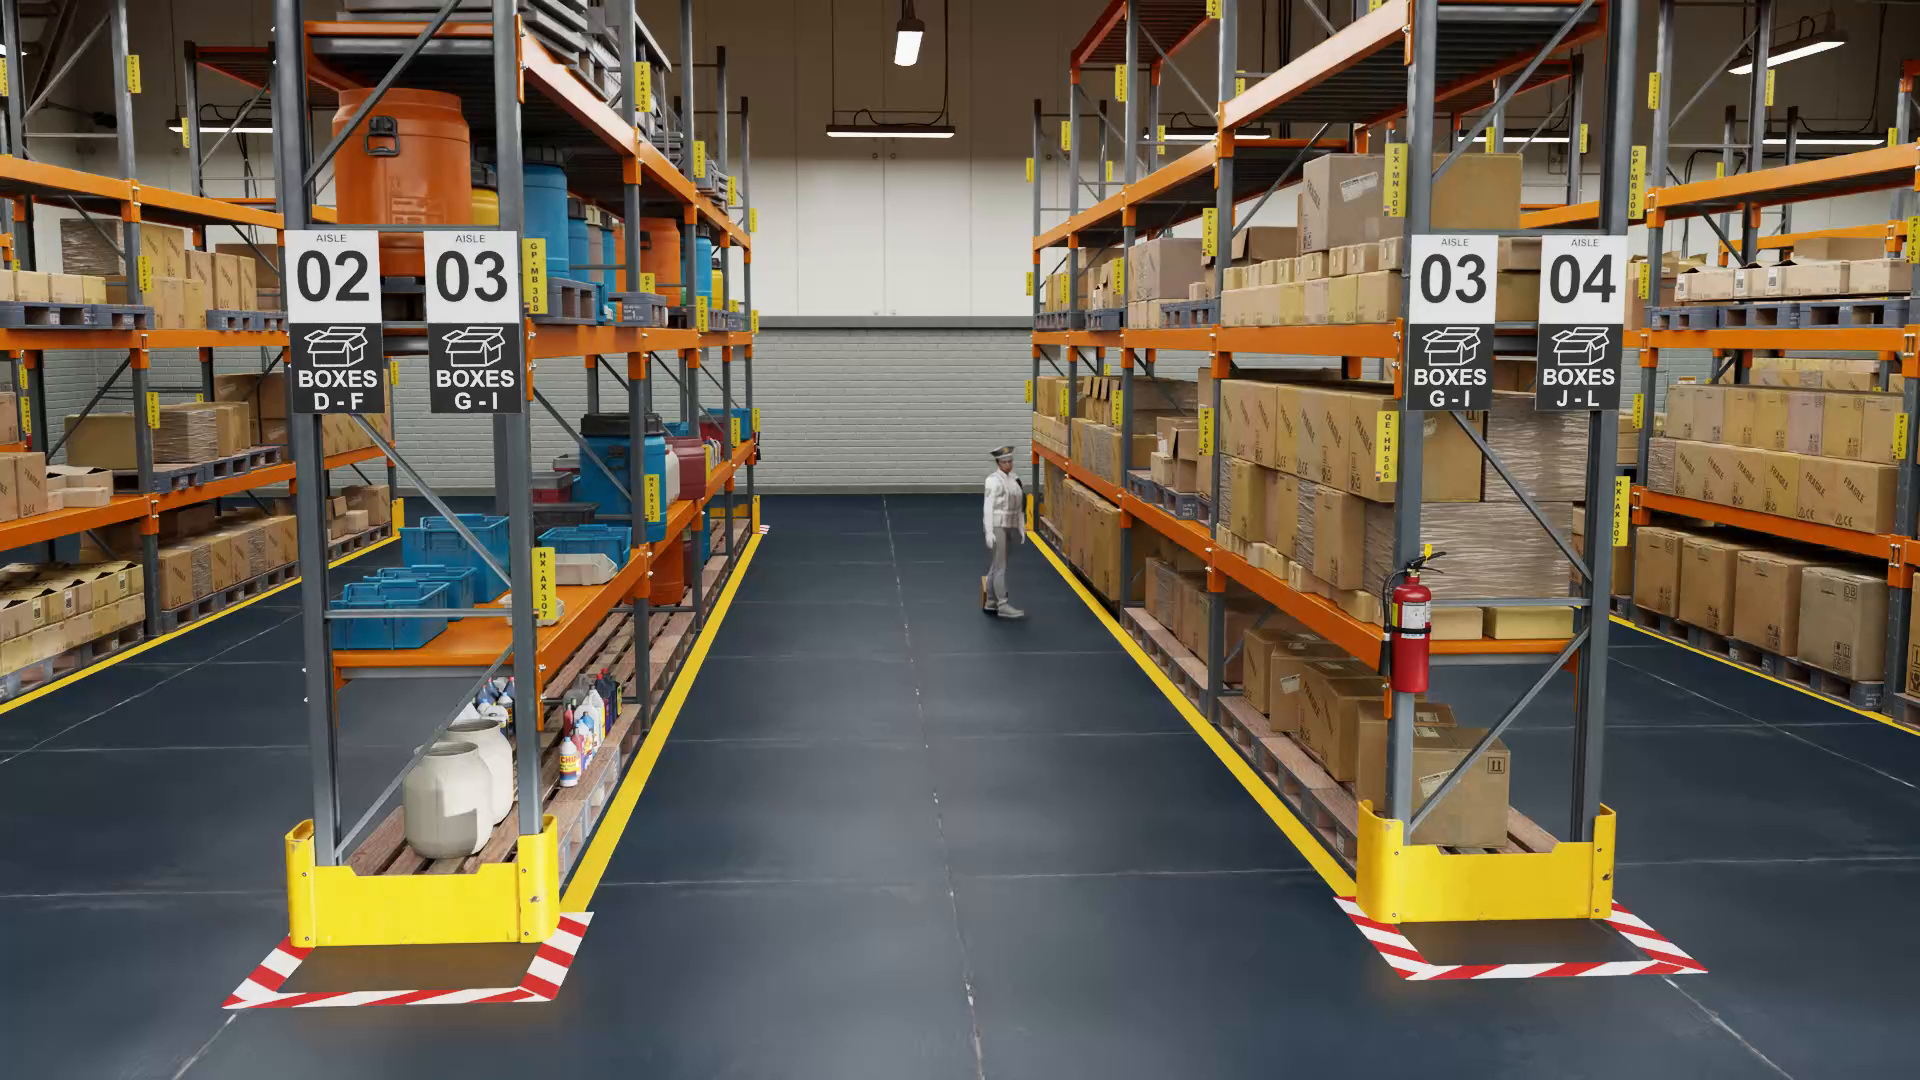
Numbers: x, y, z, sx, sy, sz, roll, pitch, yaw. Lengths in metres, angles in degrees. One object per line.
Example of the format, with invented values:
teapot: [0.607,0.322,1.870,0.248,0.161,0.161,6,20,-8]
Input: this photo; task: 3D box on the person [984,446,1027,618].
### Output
person: [0.441,-0.090,16.268,0.571,1.662,0.553,4,8,33]
